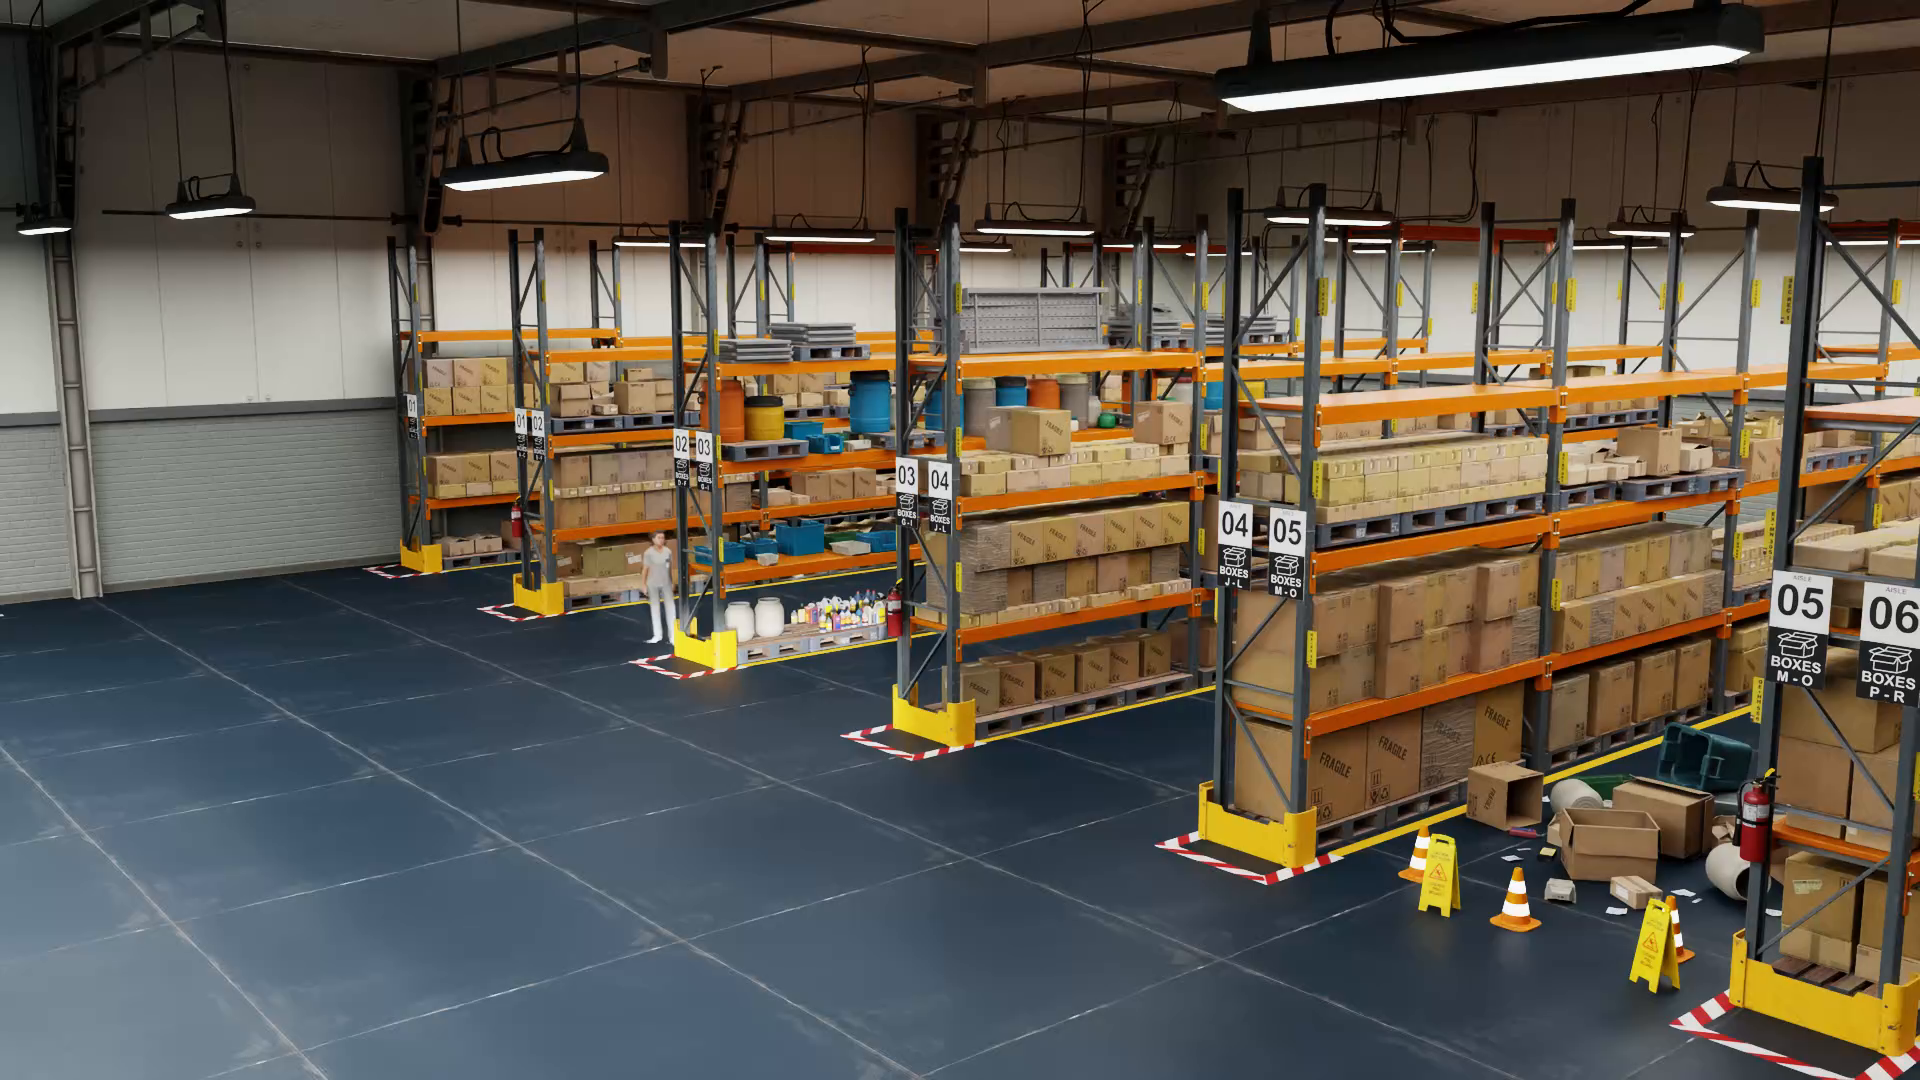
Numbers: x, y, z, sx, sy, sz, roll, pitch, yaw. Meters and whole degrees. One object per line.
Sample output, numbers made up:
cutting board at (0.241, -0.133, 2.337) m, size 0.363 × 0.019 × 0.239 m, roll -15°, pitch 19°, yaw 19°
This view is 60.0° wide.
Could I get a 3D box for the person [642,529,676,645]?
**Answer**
person at (-4.331, 0.674, 23.975) m, size 0.484 × 1.670 × 0.575 m, roll -4°, pitch 10°, yaw -25°
